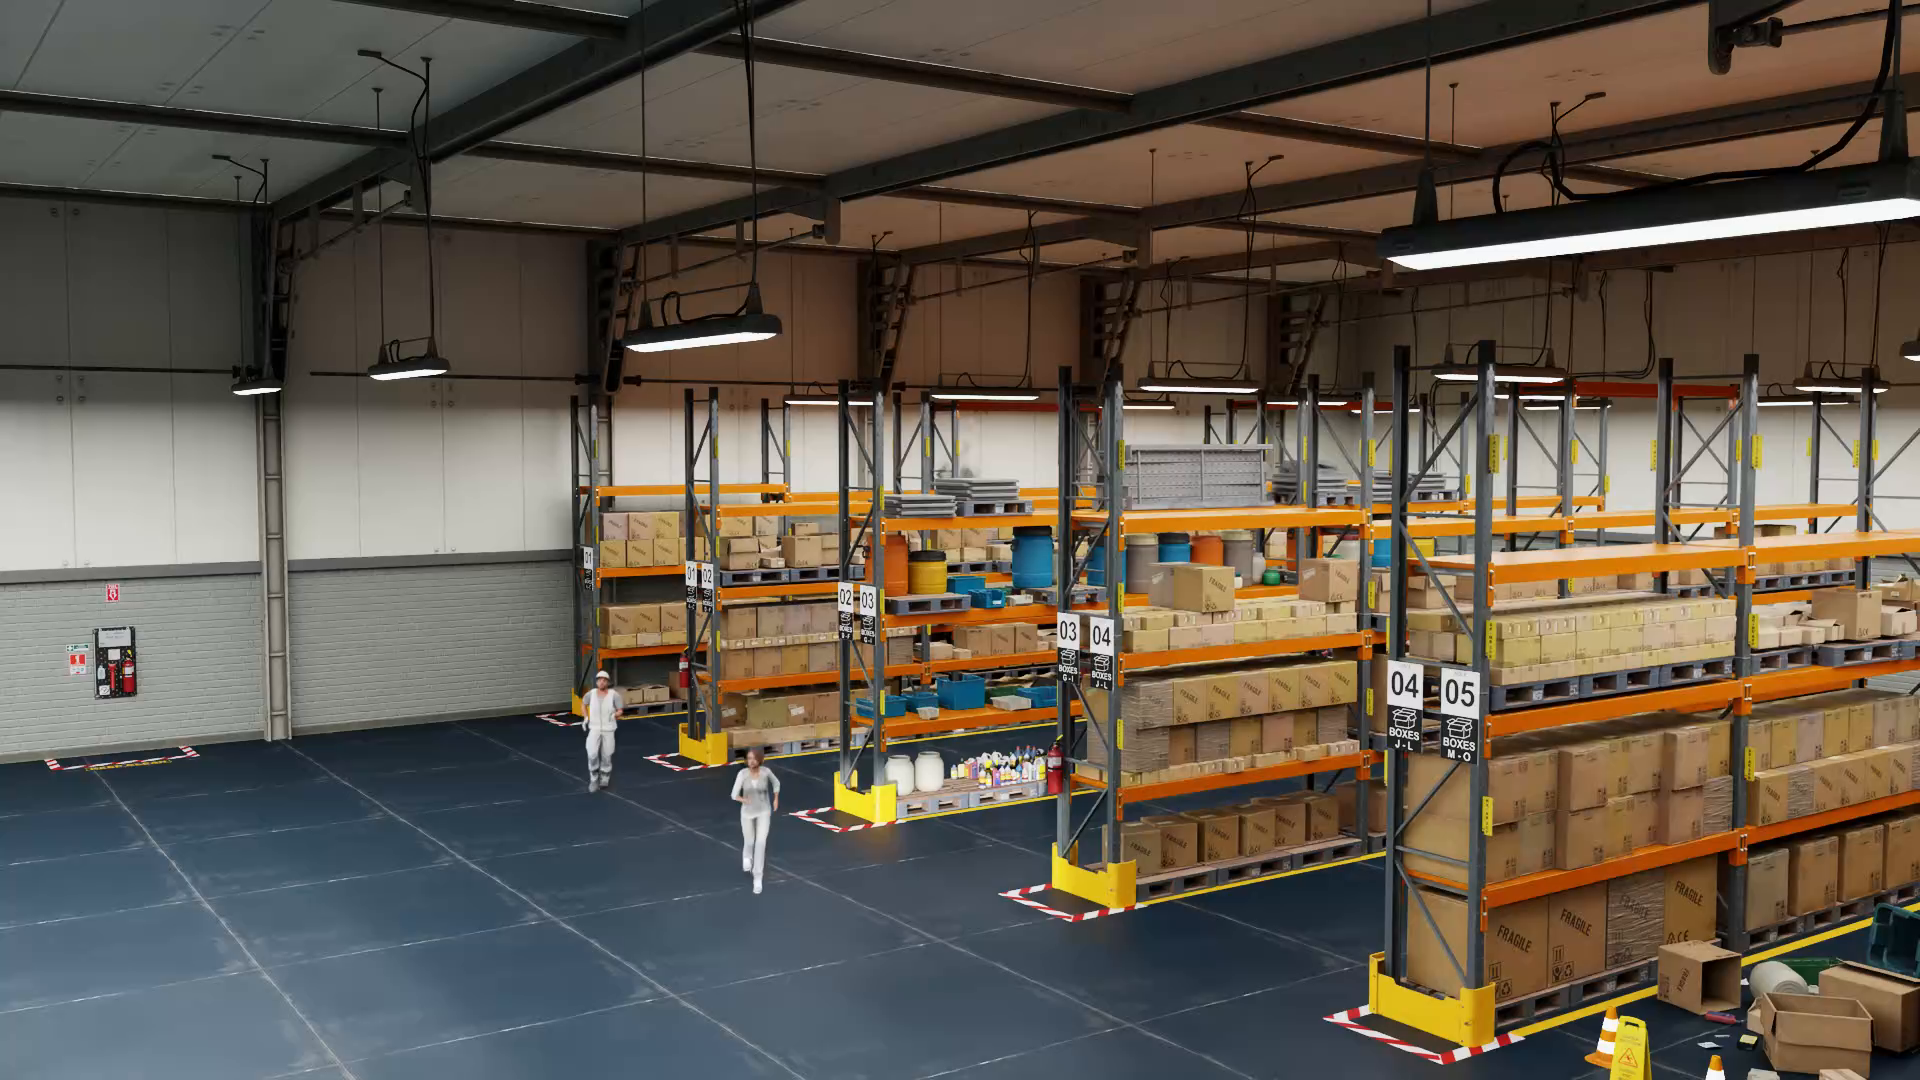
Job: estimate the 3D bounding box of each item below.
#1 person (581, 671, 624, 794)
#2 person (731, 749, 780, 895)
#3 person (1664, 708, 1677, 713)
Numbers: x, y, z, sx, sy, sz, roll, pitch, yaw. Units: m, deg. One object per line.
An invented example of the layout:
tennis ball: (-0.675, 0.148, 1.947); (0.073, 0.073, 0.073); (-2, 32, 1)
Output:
person: (-5.245, 2.809, 24.350); (0.631, 1.788, 0.720); (0, 3, -7)
person: (-2.366, 3.207, 19.295); (0.550, 1.607, 0.885); (0, 3, -4)
person: (9.265, 3.011, 21.857); (0.625, 1.636, 0.554); (-3, 5, -42)
